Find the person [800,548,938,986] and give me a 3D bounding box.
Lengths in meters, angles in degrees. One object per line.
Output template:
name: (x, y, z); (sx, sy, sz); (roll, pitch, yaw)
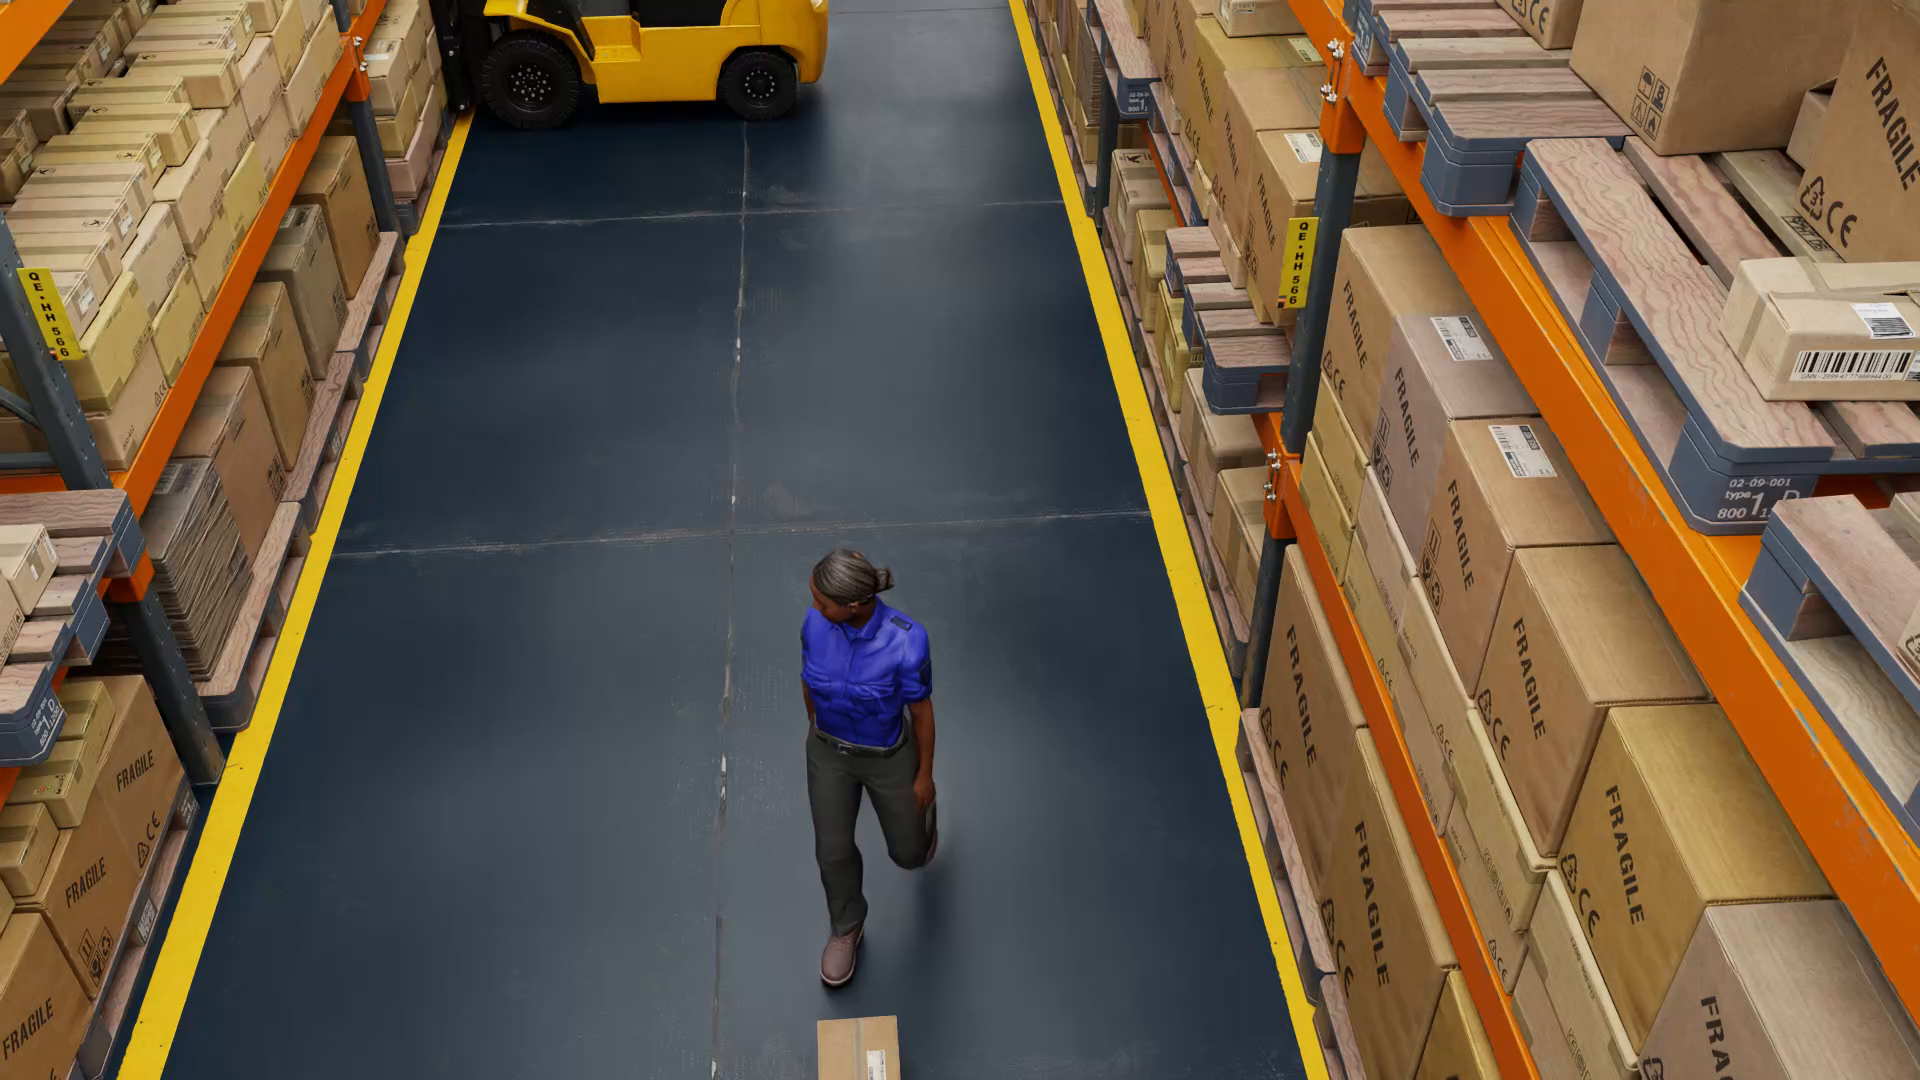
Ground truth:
person: (-0.288, 0.666, 5.329); (0.467, 1.635, 0.725); (11, 41, 13)
